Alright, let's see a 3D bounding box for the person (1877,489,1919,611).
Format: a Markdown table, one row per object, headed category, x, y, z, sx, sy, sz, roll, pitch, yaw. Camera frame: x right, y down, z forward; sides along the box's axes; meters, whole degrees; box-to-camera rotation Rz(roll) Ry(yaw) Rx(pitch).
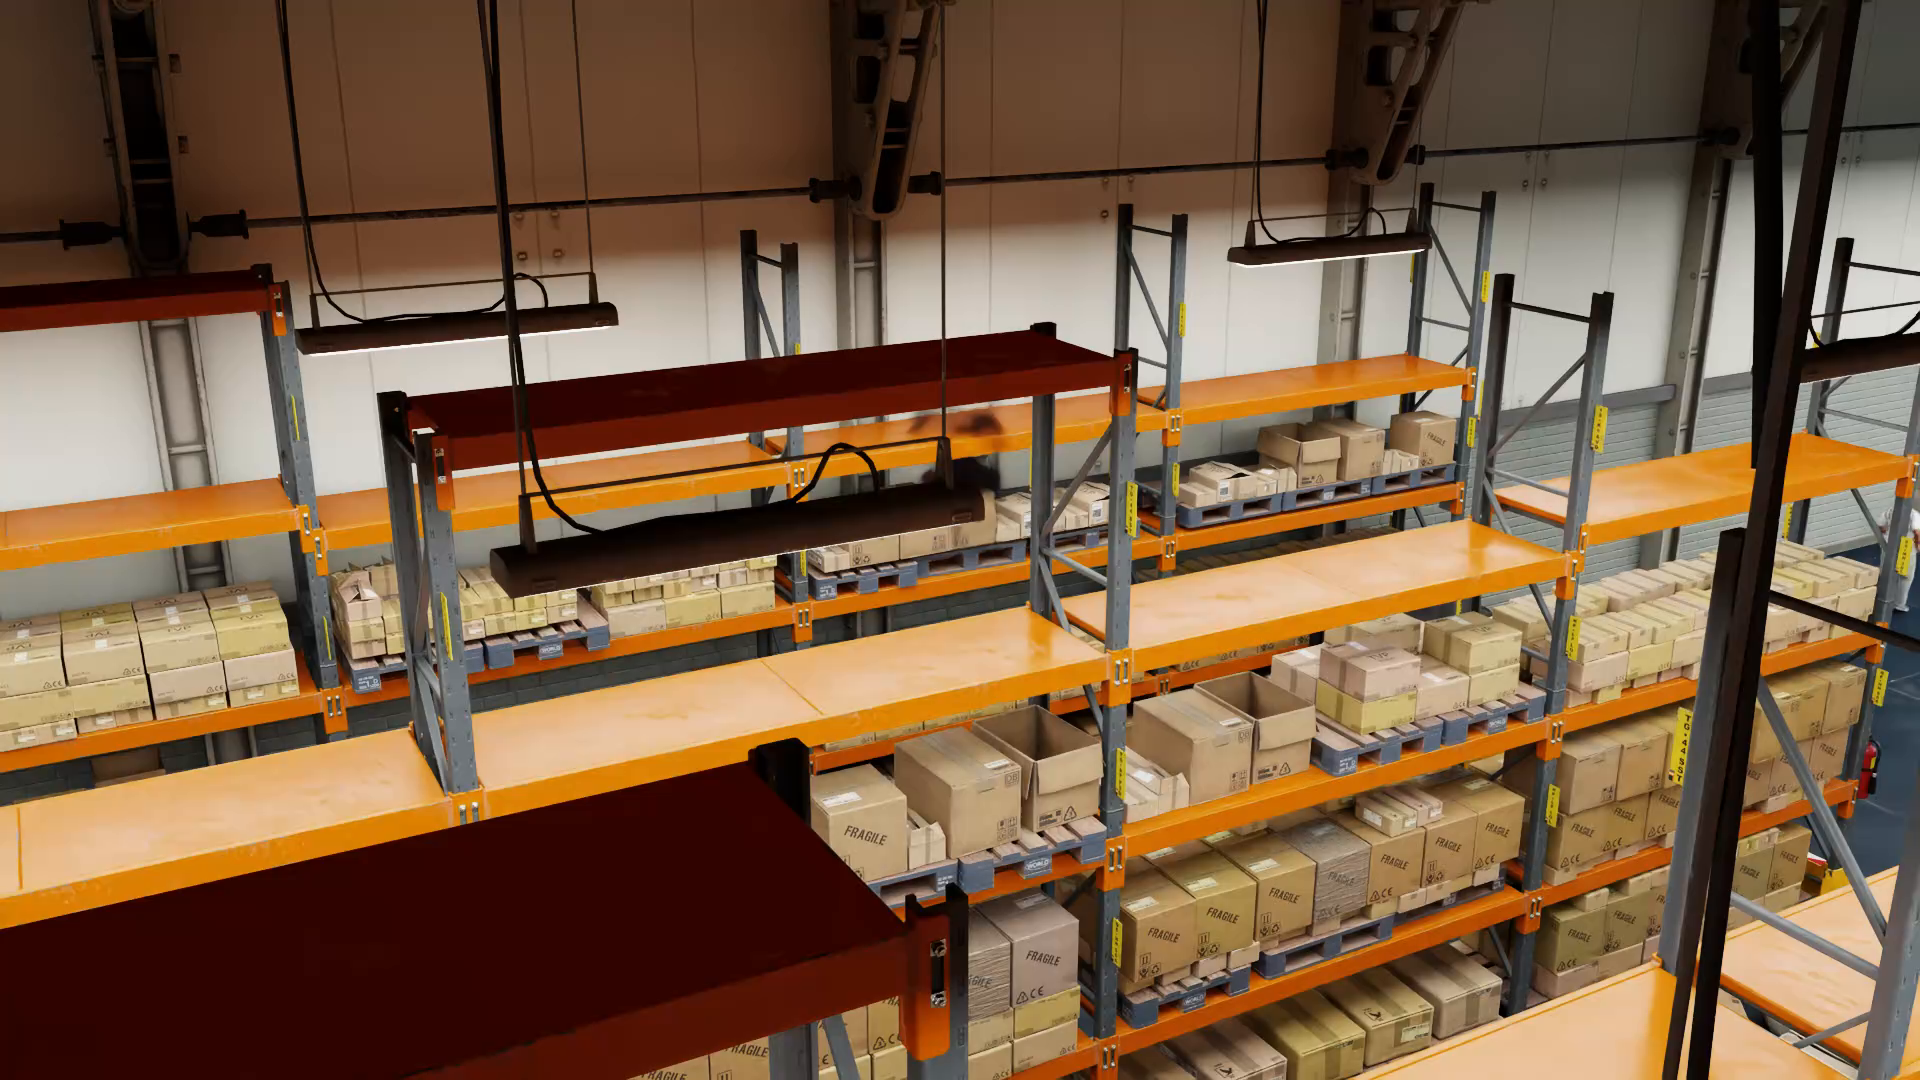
| category | x | y | z | sx | sy | sz | roll | pitch | yaw |
| --- | --- | --- | --- | --- | --- | --- | --- | --- | --- |
| person | 12.532 | 0.166 | 22.220 | 0.951 | 1.791 | 0.664 | -13 | 22 | -34 |
